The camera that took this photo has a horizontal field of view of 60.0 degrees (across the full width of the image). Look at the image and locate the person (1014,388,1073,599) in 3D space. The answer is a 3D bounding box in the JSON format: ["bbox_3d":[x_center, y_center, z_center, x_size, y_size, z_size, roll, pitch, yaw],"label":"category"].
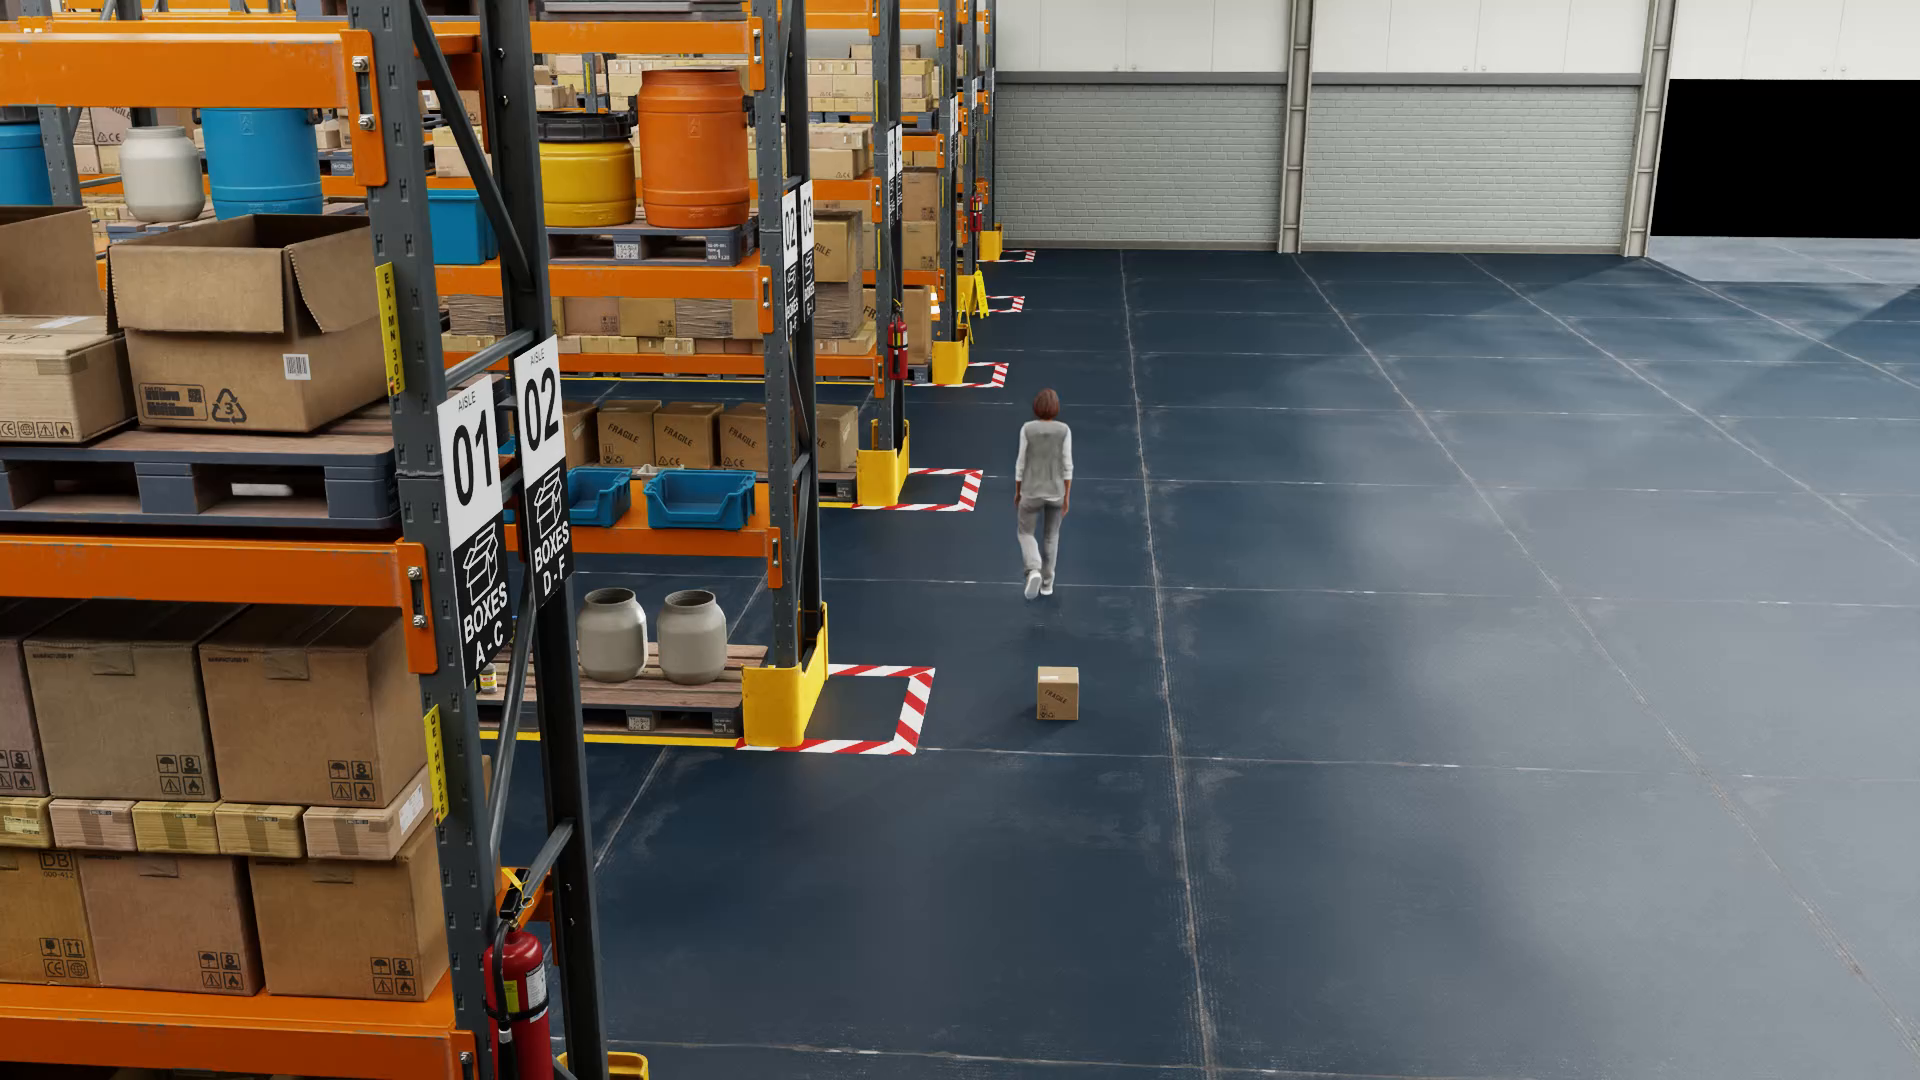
[{"bbox_3d":[0.603,-0.315,11.985,0.415,1.578,0.667,-1,18,-3],"label":"person"}]
